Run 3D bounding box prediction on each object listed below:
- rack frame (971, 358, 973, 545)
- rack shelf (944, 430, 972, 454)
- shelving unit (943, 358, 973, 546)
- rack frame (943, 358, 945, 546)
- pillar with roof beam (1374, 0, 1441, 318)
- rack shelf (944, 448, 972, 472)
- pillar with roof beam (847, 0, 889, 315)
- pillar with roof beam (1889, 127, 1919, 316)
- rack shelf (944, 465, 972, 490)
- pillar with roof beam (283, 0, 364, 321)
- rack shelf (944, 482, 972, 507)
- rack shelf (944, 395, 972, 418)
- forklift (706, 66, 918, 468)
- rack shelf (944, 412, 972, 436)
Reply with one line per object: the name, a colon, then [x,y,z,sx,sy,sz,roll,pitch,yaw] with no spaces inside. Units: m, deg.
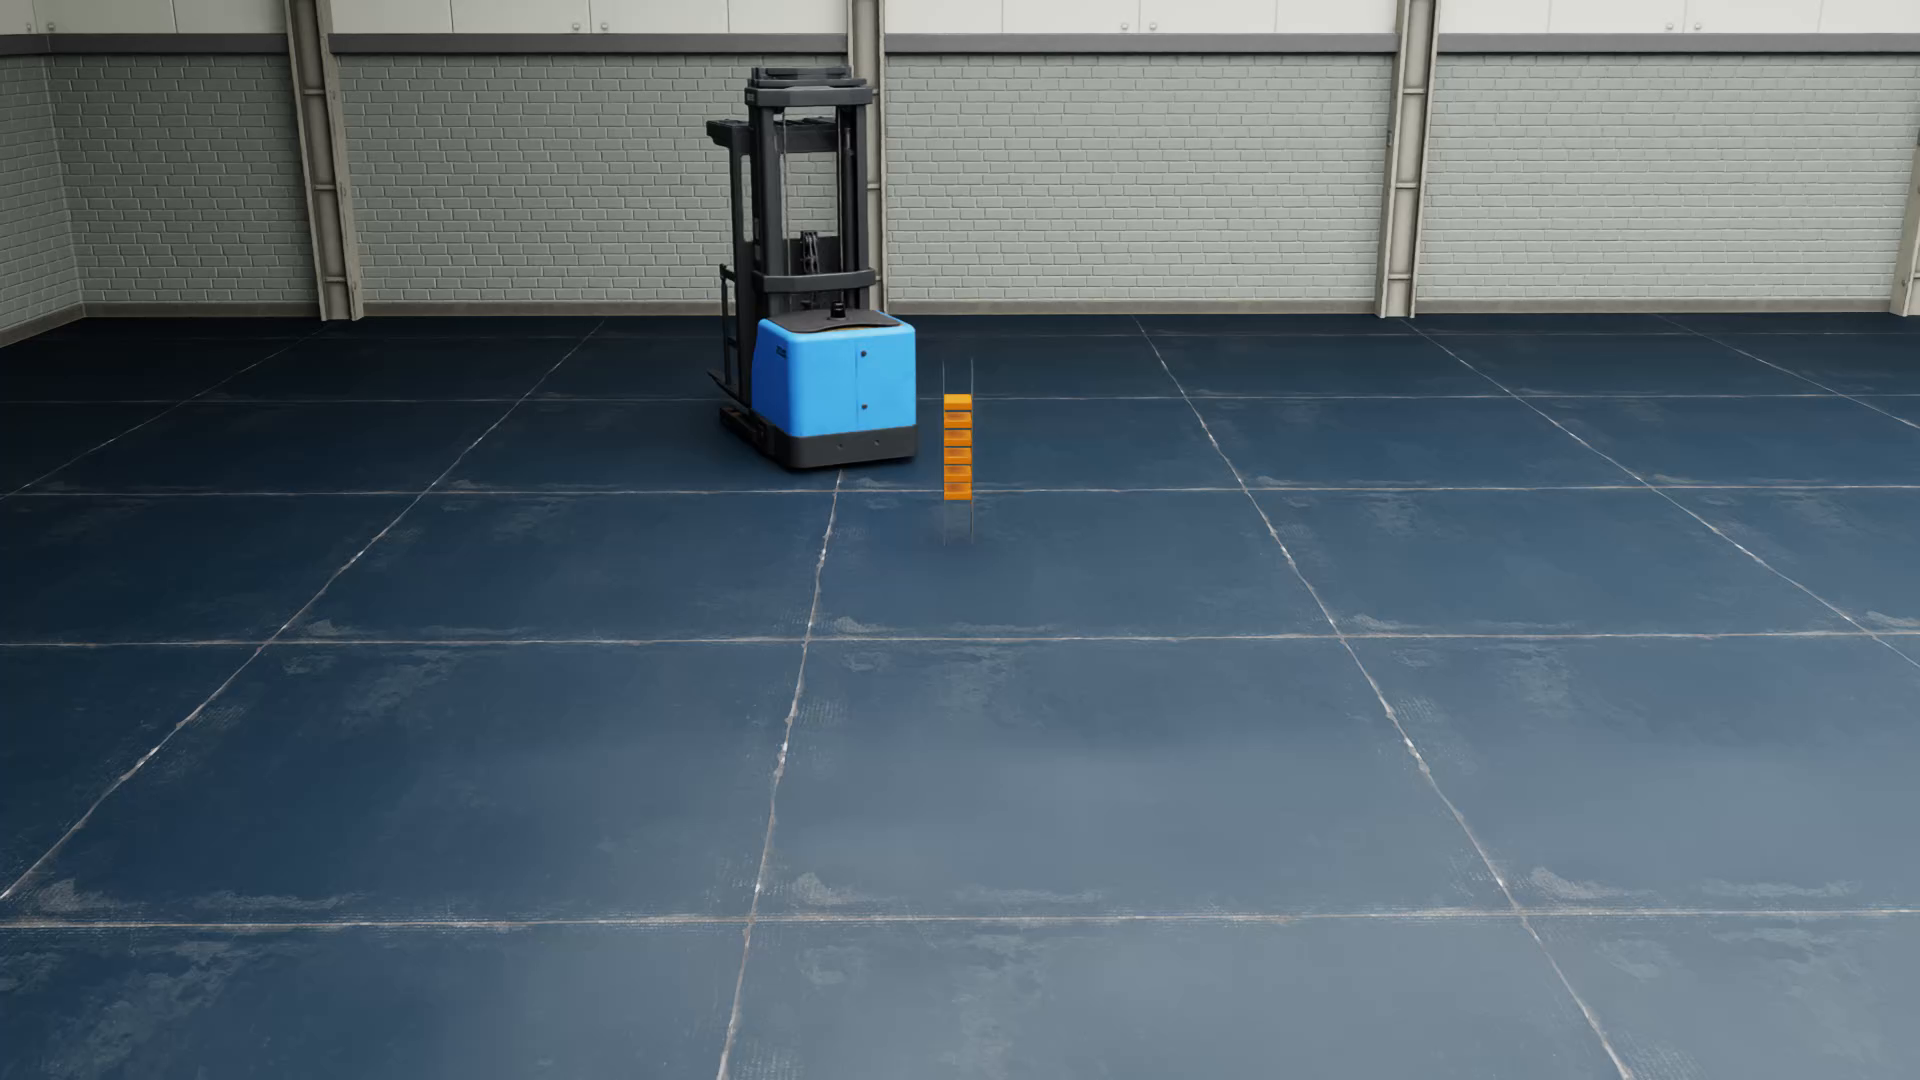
rack frame: [0.077,-0.572,10.865,0.006,1.200,0.240,0,18,-1]
rack shelf: [-0.014,-0.643,10.841,0.180,0.103,0.258,0,18,-1]
shelving unit: [-0.014,-0.571,10.864,0.189,1.200,0.258,0,18,-1]
rack frame: [-0.106,-0.571,10.863,0.006,1.200,0.240,0,18,-1]
pillar with roof beam: [5.050,-5.550,13.618,0.400,9.000,9.100,0,18,-1]
rack shelf: [-0.014,-0.529,10.878,0.180,0.103,0.258,0,18,-1]
pillar with roof beam: [-0.949,-5.521,13.527,0.400,9.000,9.100,0,18,-1]
pillar with roof beam: [11.049,-5.579,13.708,0.400,9.000,9.100,0,18,-1]
rack shelf: [-0.014,-0.415,10.914,0.180,0.103,0.258,0,18,-1]
pillar with roof beam: [-6.949,-5.492,13.437,0.400,9.000,9.100,0,18,-1]
rack shelf: [-0.014,-0.300,10.951,0.180,0.103,0.258,0,18,-1]
rack shelf: [-0.014,-0.872,10.768,0.180,0.103,0.258,0,18,-1]
forklift: [-1.381,-2.344,13.555,1.130,2.935,3.031,-8,19,-23]
rack shelf: [-0.014,-0.757,10.804,0.180,0.103,0.258,0,18,-1]
